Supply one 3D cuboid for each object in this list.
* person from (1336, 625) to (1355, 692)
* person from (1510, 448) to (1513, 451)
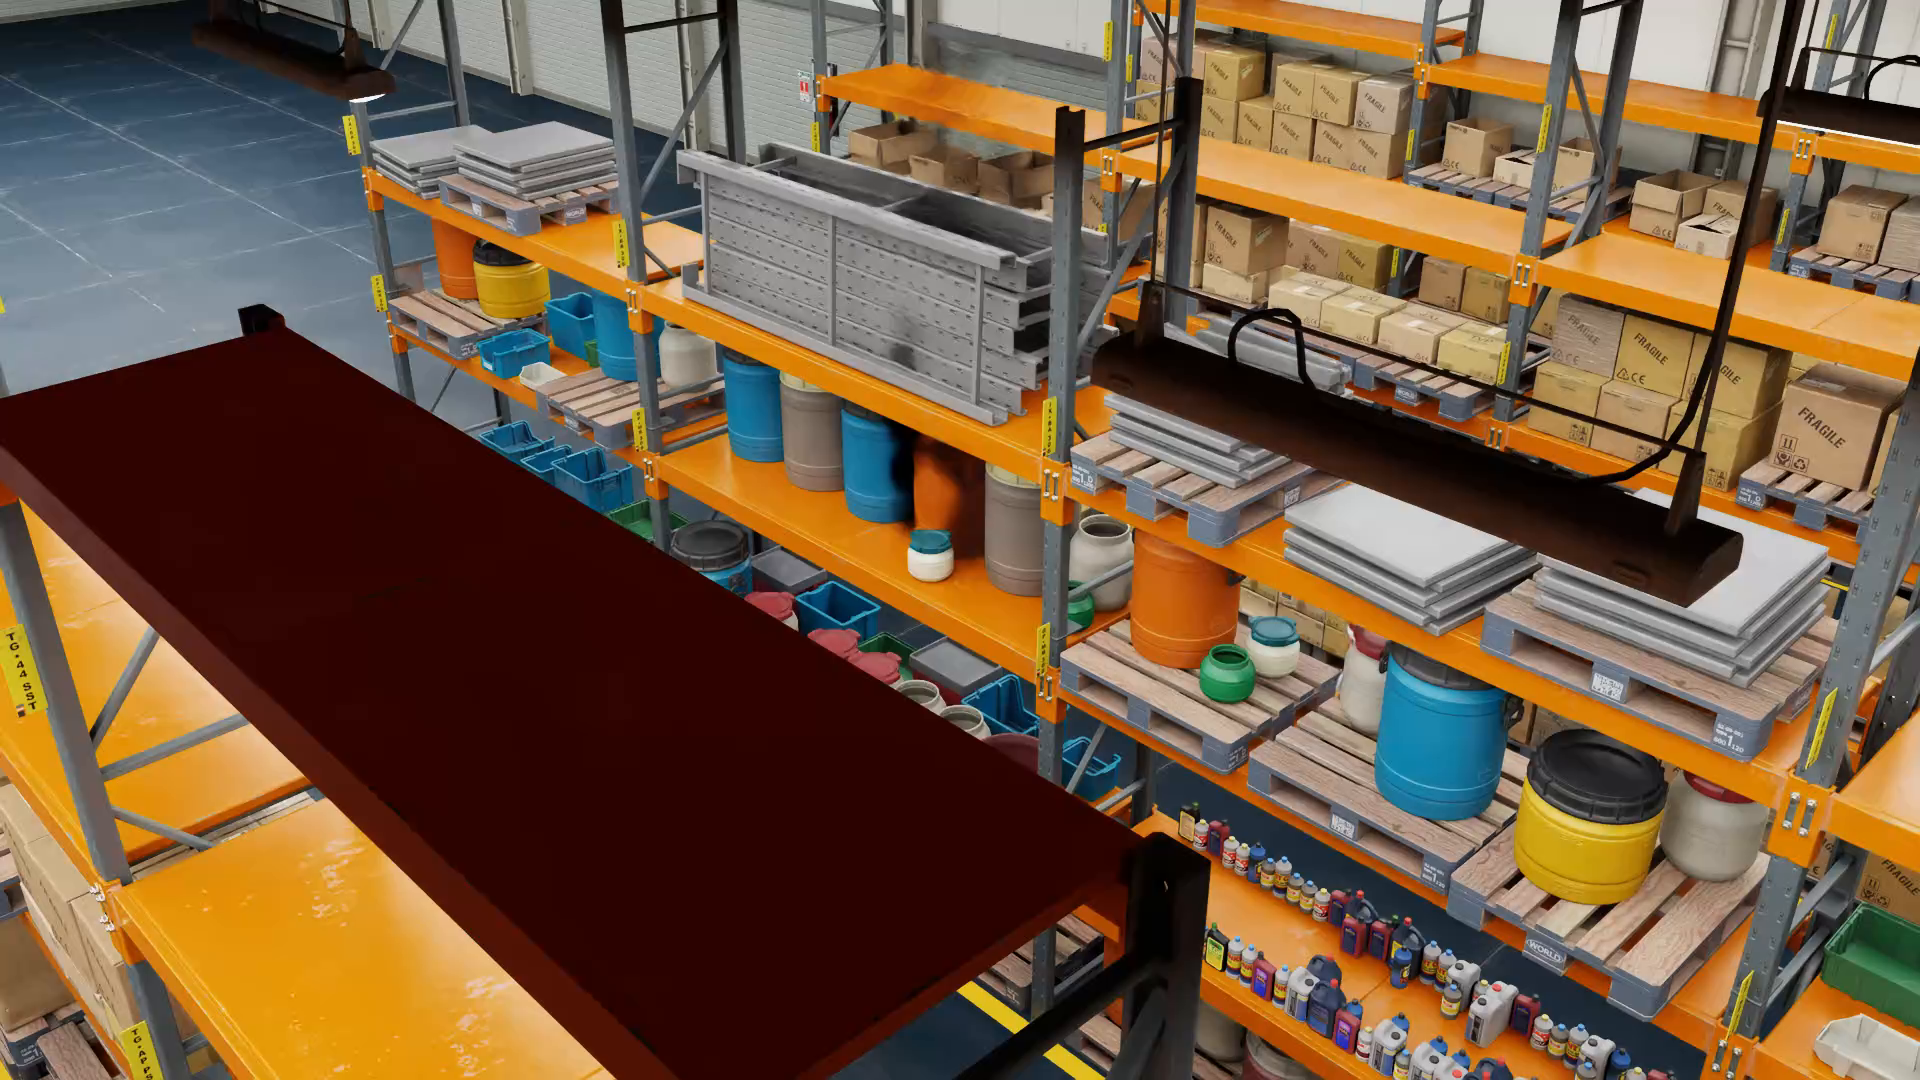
[{"bbox_3d":[2.789,1.348,11.886,0.594,1.747,0.657,18,33,29],"label":"person"},{"bbox_3d":[4.858,-0.227,15.421,0.678,1.747,0.992,-25,37,-38],"label":"person"}]
